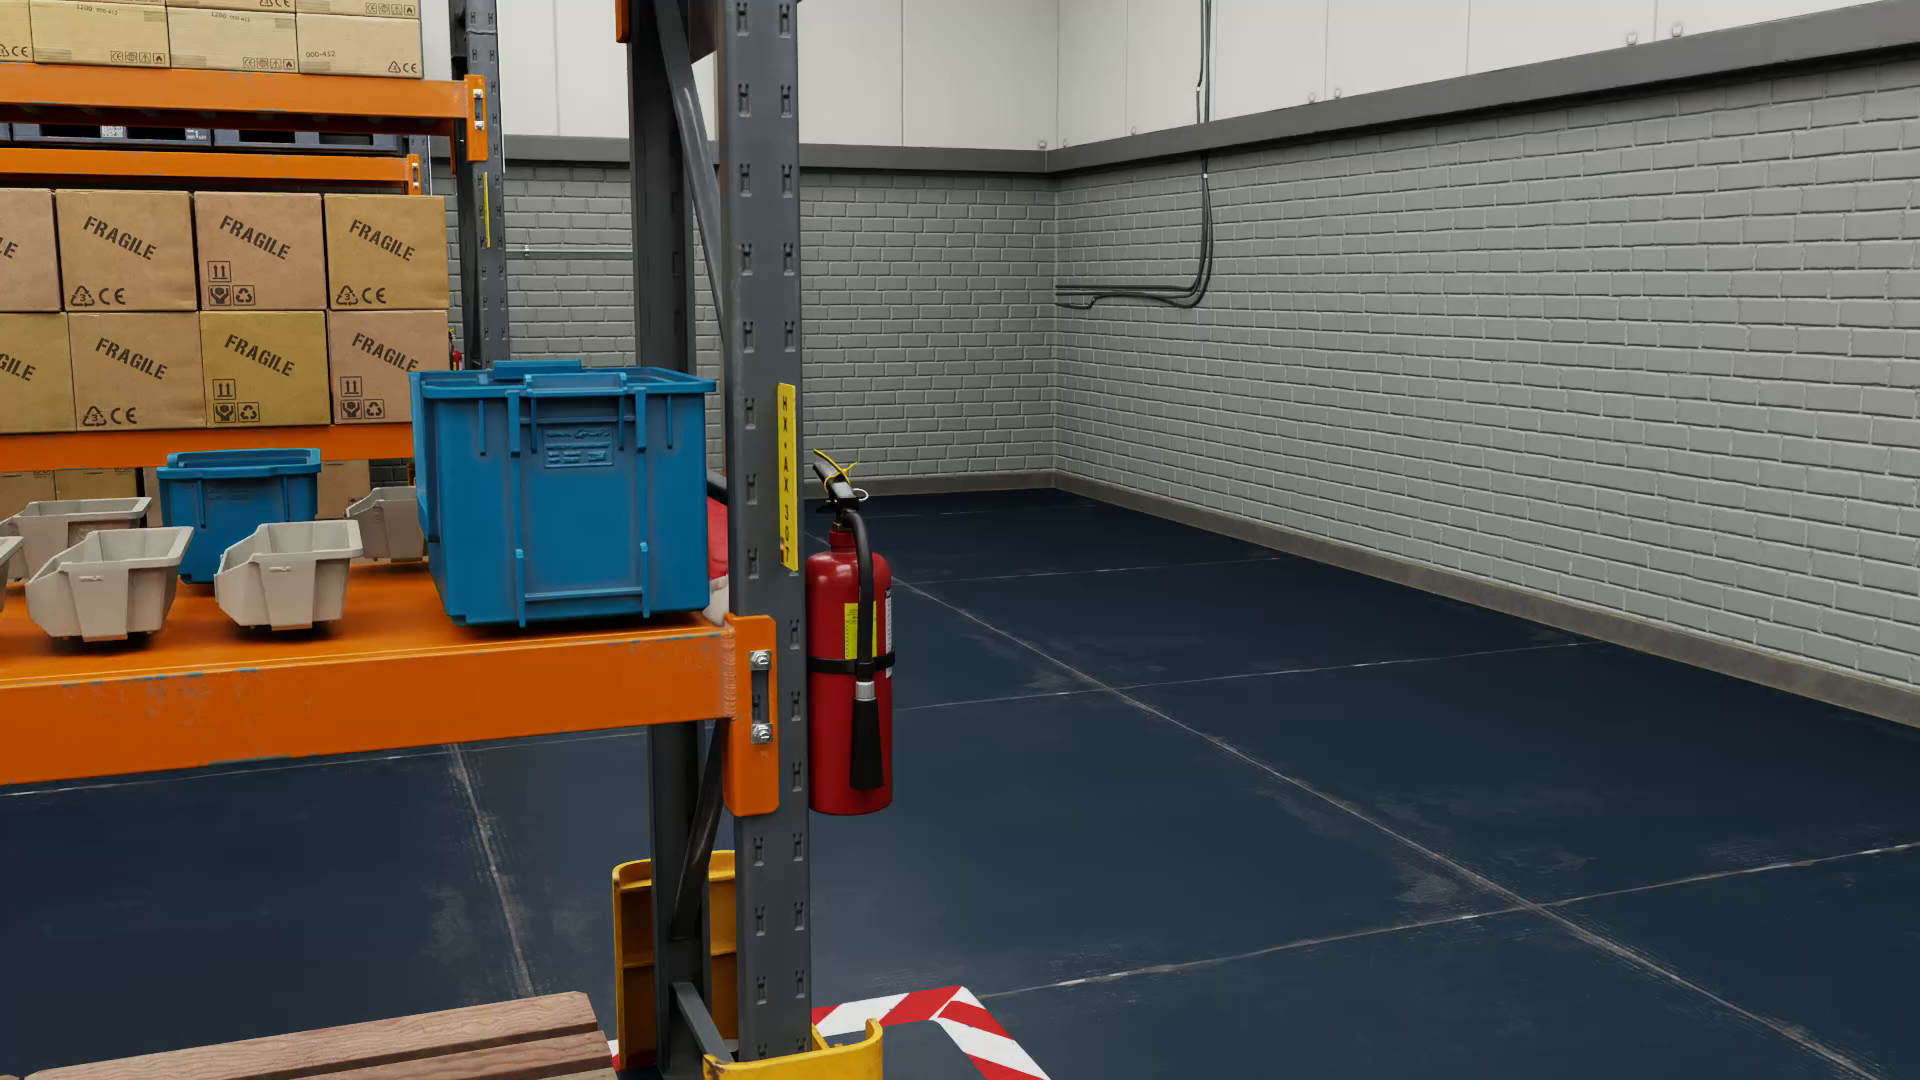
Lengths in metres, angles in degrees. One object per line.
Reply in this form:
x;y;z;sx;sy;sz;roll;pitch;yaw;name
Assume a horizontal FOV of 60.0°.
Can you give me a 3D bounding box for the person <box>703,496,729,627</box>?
-1.145;0.177;8.100;0.563;0.920;0.861;-4;10;-23;person
